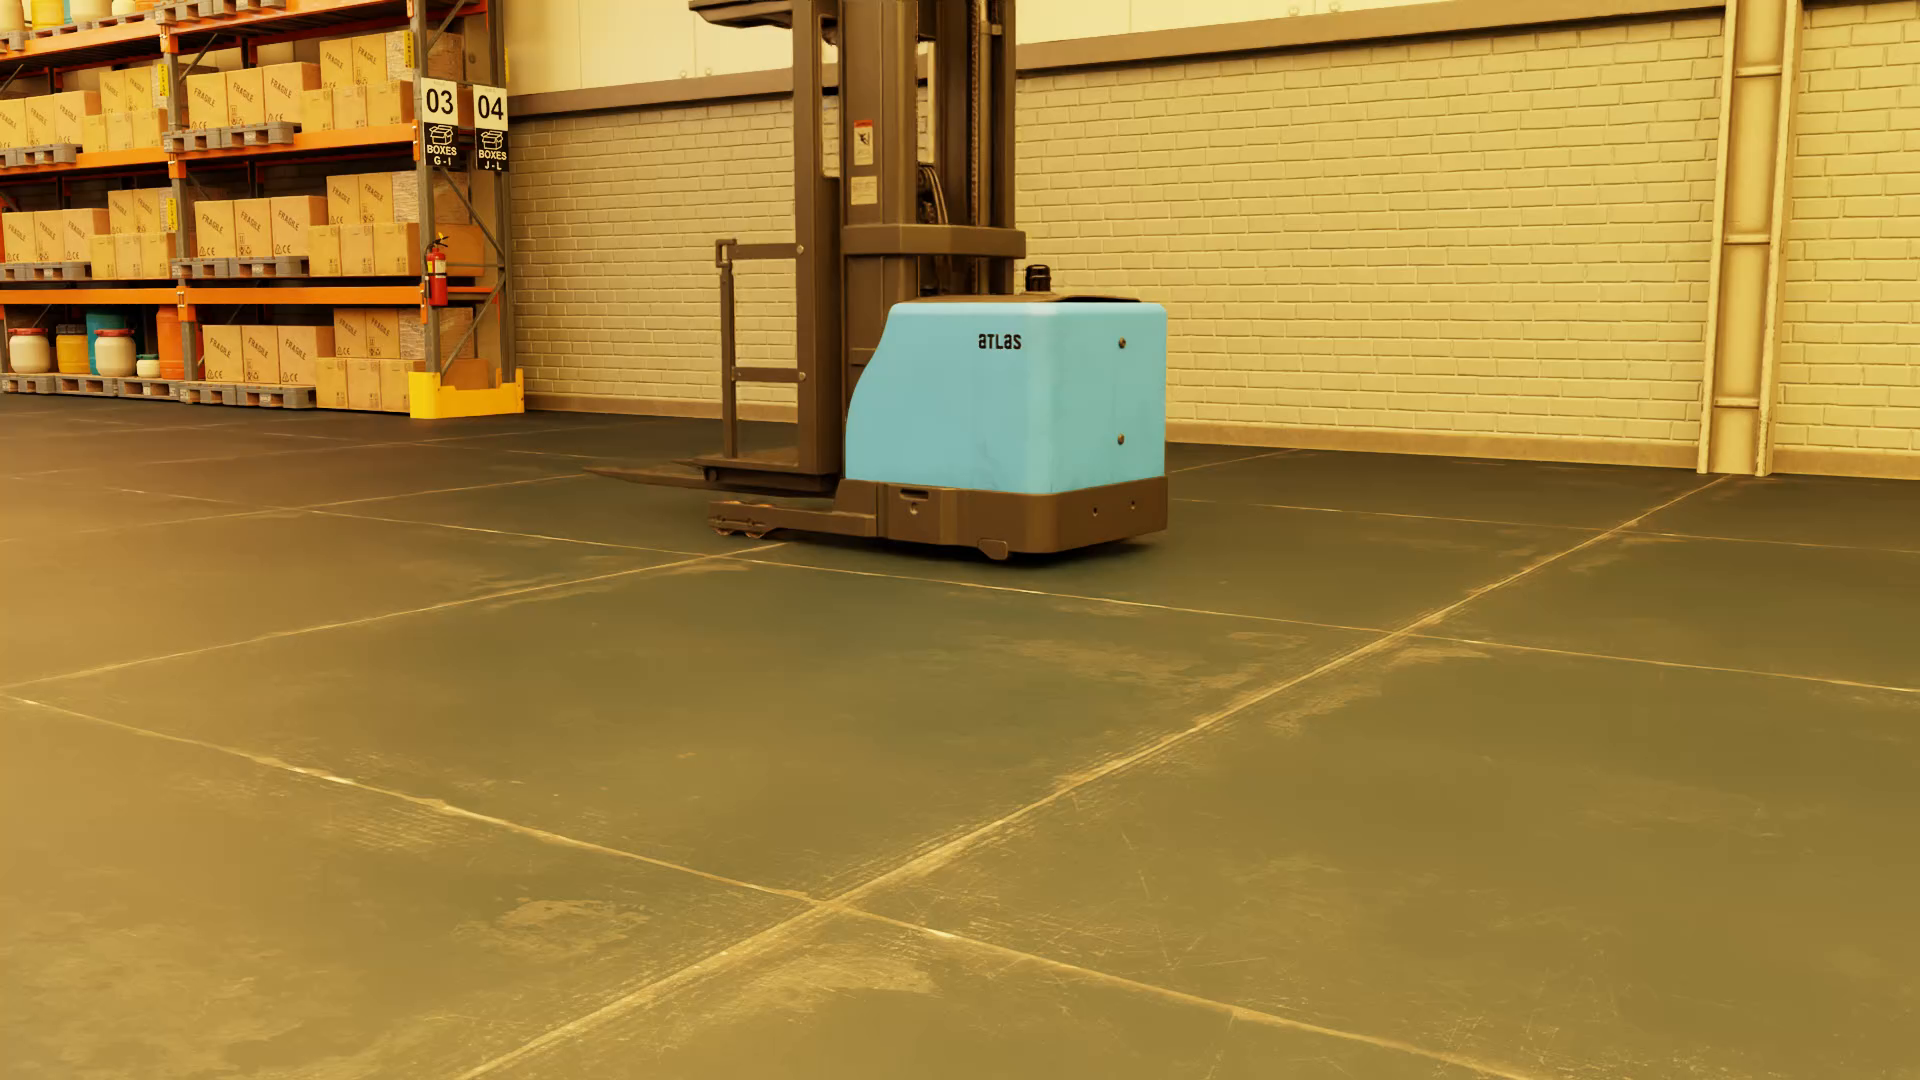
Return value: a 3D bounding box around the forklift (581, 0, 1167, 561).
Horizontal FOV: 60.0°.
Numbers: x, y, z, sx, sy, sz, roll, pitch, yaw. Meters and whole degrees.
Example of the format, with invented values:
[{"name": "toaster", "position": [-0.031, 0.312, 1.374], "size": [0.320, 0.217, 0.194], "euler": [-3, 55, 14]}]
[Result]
[{"name": "forklift", "position": [-0.555, -1.506, 7.785], "size": [3.031, 2.935, 1.130], "euler": [6, 10, 37]}]
